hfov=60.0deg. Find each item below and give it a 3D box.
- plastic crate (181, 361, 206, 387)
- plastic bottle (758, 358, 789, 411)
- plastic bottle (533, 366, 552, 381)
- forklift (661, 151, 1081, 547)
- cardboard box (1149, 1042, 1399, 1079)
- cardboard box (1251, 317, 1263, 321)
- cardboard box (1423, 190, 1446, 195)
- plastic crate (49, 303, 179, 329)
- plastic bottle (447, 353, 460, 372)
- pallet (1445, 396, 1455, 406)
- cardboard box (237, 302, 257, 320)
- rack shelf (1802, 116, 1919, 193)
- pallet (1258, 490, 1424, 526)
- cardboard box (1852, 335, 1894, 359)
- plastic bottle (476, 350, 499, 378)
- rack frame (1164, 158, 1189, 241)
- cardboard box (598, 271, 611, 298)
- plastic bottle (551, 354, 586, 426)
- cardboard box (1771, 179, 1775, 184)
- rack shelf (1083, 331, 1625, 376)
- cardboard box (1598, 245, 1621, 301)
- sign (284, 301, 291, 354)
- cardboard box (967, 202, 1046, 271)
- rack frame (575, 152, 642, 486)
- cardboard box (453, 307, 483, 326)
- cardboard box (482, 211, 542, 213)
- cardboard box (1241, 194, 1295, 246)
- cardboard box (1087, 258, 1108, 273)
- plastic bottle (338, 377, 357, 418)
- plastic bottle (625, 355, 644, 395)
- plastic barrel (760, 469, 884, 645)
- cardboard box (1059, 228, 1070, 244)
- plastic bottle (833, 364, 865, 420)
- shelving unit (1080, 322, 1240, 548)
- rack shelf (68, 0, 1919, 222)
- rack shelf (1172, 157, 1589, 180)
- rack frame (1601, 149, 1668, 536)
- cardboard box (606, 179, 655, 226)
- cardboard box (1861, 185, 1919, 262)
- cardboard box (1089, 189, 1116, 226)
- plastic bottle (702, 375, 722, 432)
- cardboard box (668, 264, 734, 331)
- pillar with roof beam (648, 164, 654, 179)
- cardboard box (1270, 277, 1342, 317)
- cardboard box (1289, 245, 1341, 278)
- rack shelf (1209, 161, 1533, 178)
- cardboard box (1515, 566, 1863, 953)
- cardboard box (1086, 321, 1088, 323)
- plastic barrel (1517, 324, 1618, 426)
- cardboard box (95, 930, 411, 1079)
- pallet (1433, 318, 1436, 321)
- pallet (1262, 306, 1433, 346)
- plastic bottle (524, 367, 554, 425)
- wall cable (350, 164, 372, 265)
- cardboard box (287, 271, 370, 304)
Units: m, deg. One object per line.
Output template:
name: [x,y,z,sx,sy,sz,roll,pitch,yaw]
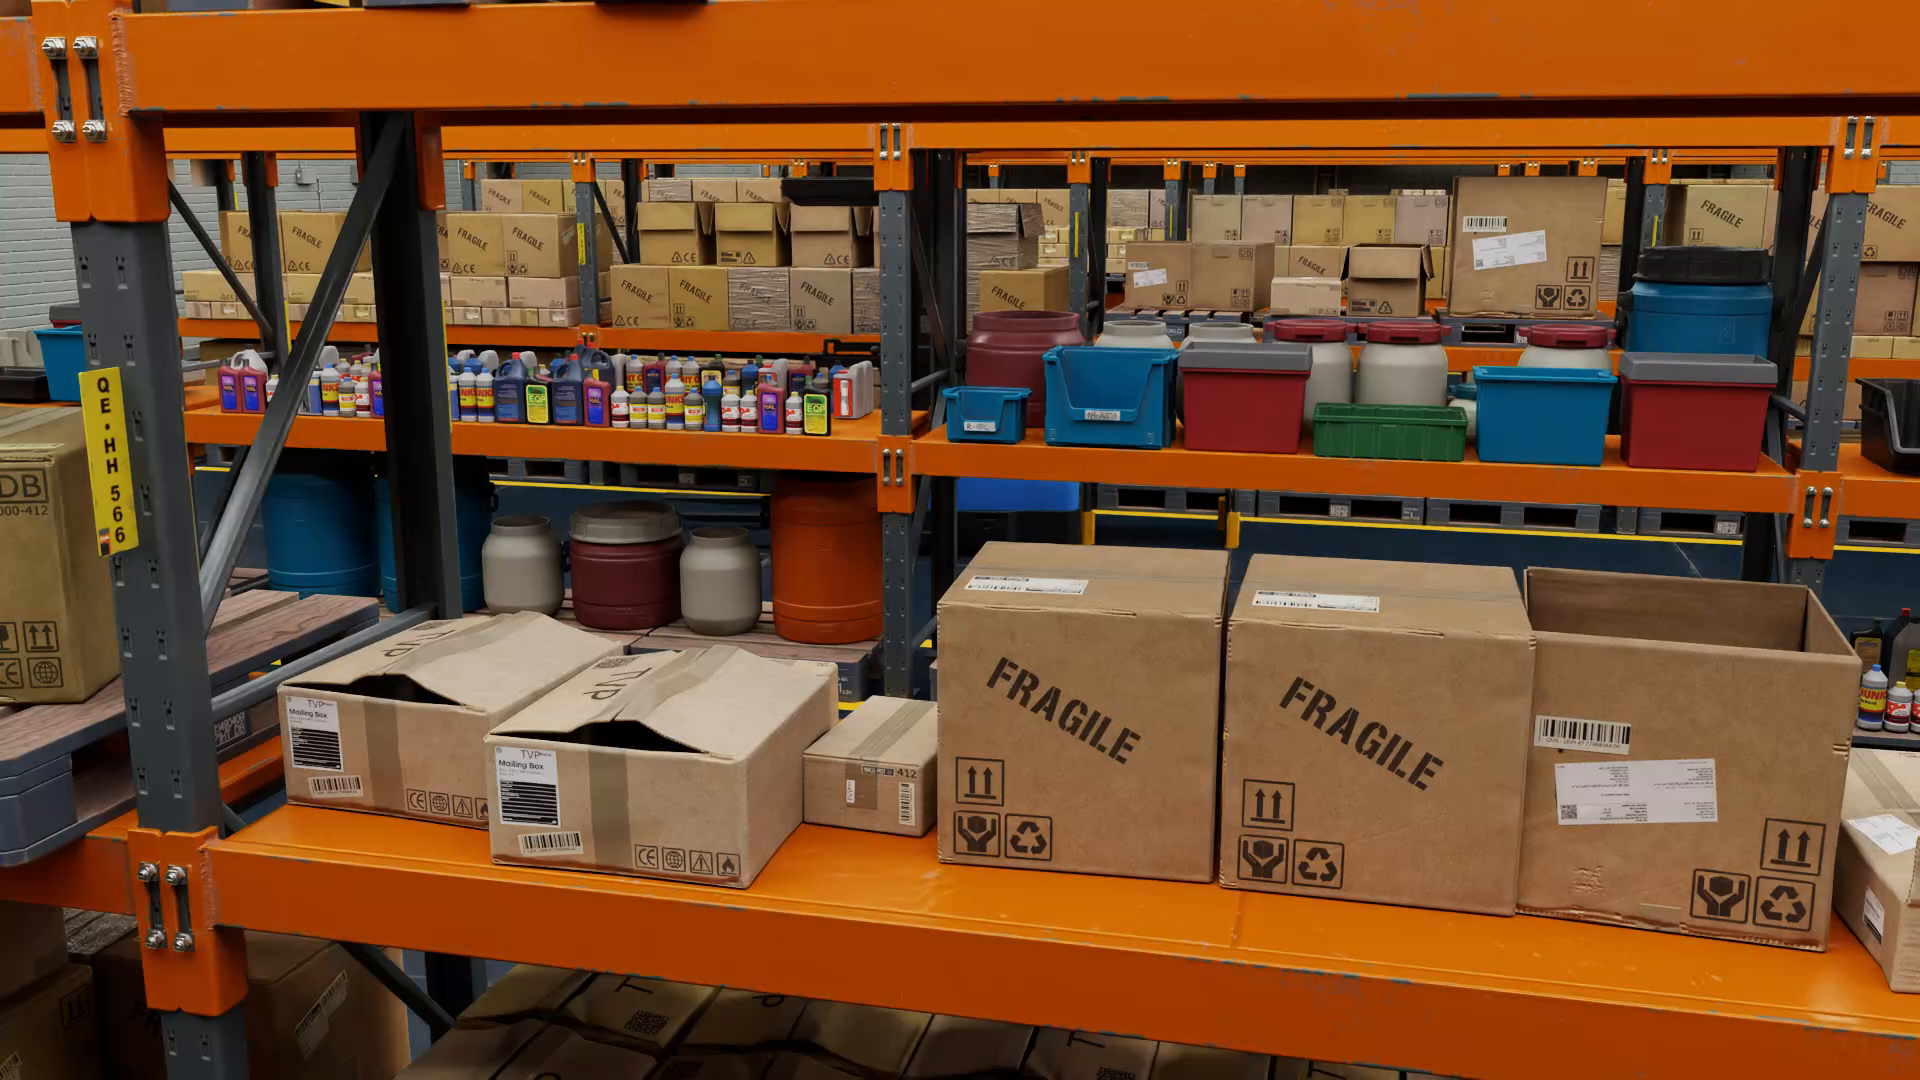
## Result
plastic crate: [-4.494,-0.931,9.474,0.243,0.136,0.396,3,13,14]
plastic bottle: [-0.984,-0.822,8.802,0.135,0.276,0.152,3,13,14]
plastic bottle: [-2.092,-0.731,8.375,0.133,0.283,0.061,3,13,14]
forklift: [-0.677,-1.446,11.485,3.031,2.935,1.130,1,13,3]
cardboard box: [0.666,1.191,3.525,0.500,0.311,0.500,3,13,15]
cardboard box: [3.915,-2.785,22.457,0.625,0.372,0.950,2,13,10]
cardboard box: [6.077,-4.412,21.308,0.250,0.149,0.380,3,13,12]
plastic crate: [-4.883,-1.136,9.641,0.583,0.464,0.402,3,13,14]
plastic bottle: [-2.784,-0.888,9.110,0.097,0.271,0.097,0,13,0]
pallet: [5.397,-1.303,17.120,1.213,0.211,1.003,3,13,14]
cardboard box: [-6.009,-1.989,14.351,0.250,0.149,0.380,3,13,12]
rack shelf: [5.633,-1.570,6.622,4.000,0.370,1.077,3,13,14]
pallet: [2.933,-0.344,12.797,1.213,0.211,1.003,3,13,14]
cardboard box: [6.234,-1.346,11.454,0.250,0.149,0.380,3,13,14]
plastic bottle: [-2.641,-0.911,9.201,0.135,0.276,0.152,3,13,14]
rack frame: [2.281,-2.848,17.644,0.127,3.000,1.000,3,13,14]
cardboard box: [-3.283,-2.169,14.245,0.500,0.250,0.500,3,13,13]
plastic bottle: [-1.942,-0.752,8.312,0.185,0.351,0.144,3,13,14]
cardboard box: [10.098,-4.169,20.375,0.500,0.500,0.700,3,13,14]
rack shelf: [2.936,-1.355,12.577,4.000,0.370,1.077,3,13,14]
cardboard box: [6.525,-2.697,16.618,0.550,0.550,0.875,3,13,14]
sign: [-3.942,-1.227,9.699,0.005,0.325,0.100,3,13,14]
cardboard box: [0.288,-2.390,13.034,0.637,0.503,0.797,4,13,15]
rack frame: [-2.889,-2.018,13.902,0.127,3.000,1.000,3,13,14]
cardboard box: [-4.013,-1.882,13.871,0.250,0.149,0.380,3,13,15]
cardboard box: [-3.769,-2.562,14.282,0.500,0.500,0.500,3,13,14]
cardboard box: [3.205,-3.333,17.294,0.500,0.500,0.700,3,13,13]
cardboard box: [1.451,-2.872,17.366,0.250,0.149,0.380,3,13,13]
plastic bottle: [-3.162,-0.739,8.599,0.097,0.201,0.097,0,13,0]
plastic bottle: [-1.763,-0.868,9.017,0.097,0.271,0.097,0,13,0]
plastic barrel: [-0.672,0.064,8.560,0.708,0.830,0.600,3,13,14]
cardboard box: [1.197,-3.177,17.364,0.250,0.149,0.380,3,13,15]
plastic bottle: [-0.572,-0.766,8.549,0.135,0.276,0.152,3,13,14]
shelving unit: [1.396,-0.742,11.617,1.083,1.500,0.587,0,13,2]
rack shelf: [0.559,-0.736,2.863,4.000,0.370,1.077,3,13,14]
rack shelf: [4.222,-3.857,16.930,4.000,0.370,1.077,3,13,14]
rack frame: [4.878,-1.602,12.031,0.127,3.000,1.000,3,13,14]
cardboard box: [-3.628,-3.784,18.637,0.500,0.500,0.500,3,13,12]
cardboard box: [6.225,-2.156,11.301,0.500,0.500,0.500,3,13,14]
cardboard box: [1.823,-4.455,22.348,0.500,0.500,0.500,3,13,14]
plastic bottle: [-1.208,-0.669,8.120,0.097,0.271,0.097,0,13,0]
cardboard box: [-2.014,-1.964,13.430,0.500,0.500,0.500,3,13,14]
pillar with roof beam: [-6.646,-7.706,25.691,0.400,9.000,9.100,3,13,14]
cardboard box: [2.566,-1.807,12.328,0.500,0.250,0.500,3,13,12]
cardboard box: [3.636,-2.765,17.038,0.500,0.500,0.500,3,13,13]
rack shelf: [5.310,-4.903,21.645,4.000,0.370,1.077,3,13,14]
cardboard box: [1.247,0.361,2.950,0.500,0.500,0.500,4,13,18]
cardboard box: [1.554,-2.179,17.700,0.500,0.250,0.500,3,13,12]
plastic barrel: [2.815,-0.723,7.754,0.433,0.535,0.433,0,13,0]
cardboard box: [-1.756,1.195,4.179,0.500,0.500,0.500,4,13,16]
pallet: [7.713,-3.399,26.567,1.213,0.211,1.003,3,13,14]
pallet: [2.926,-1.622,12.563,1.213,0.211,1.003,3,13,14]
plastic bottle: [-2.106,-0.719,8.317,0.133,0.283,0.061,3,13,14]
wall cable: [-9.550,-5.392,26.765,0.122,1.984,0.588,3,13,14]
cardboard box: [-5.378,-2.163,14.218,0.500,0.250,0.500,3,13,12]
